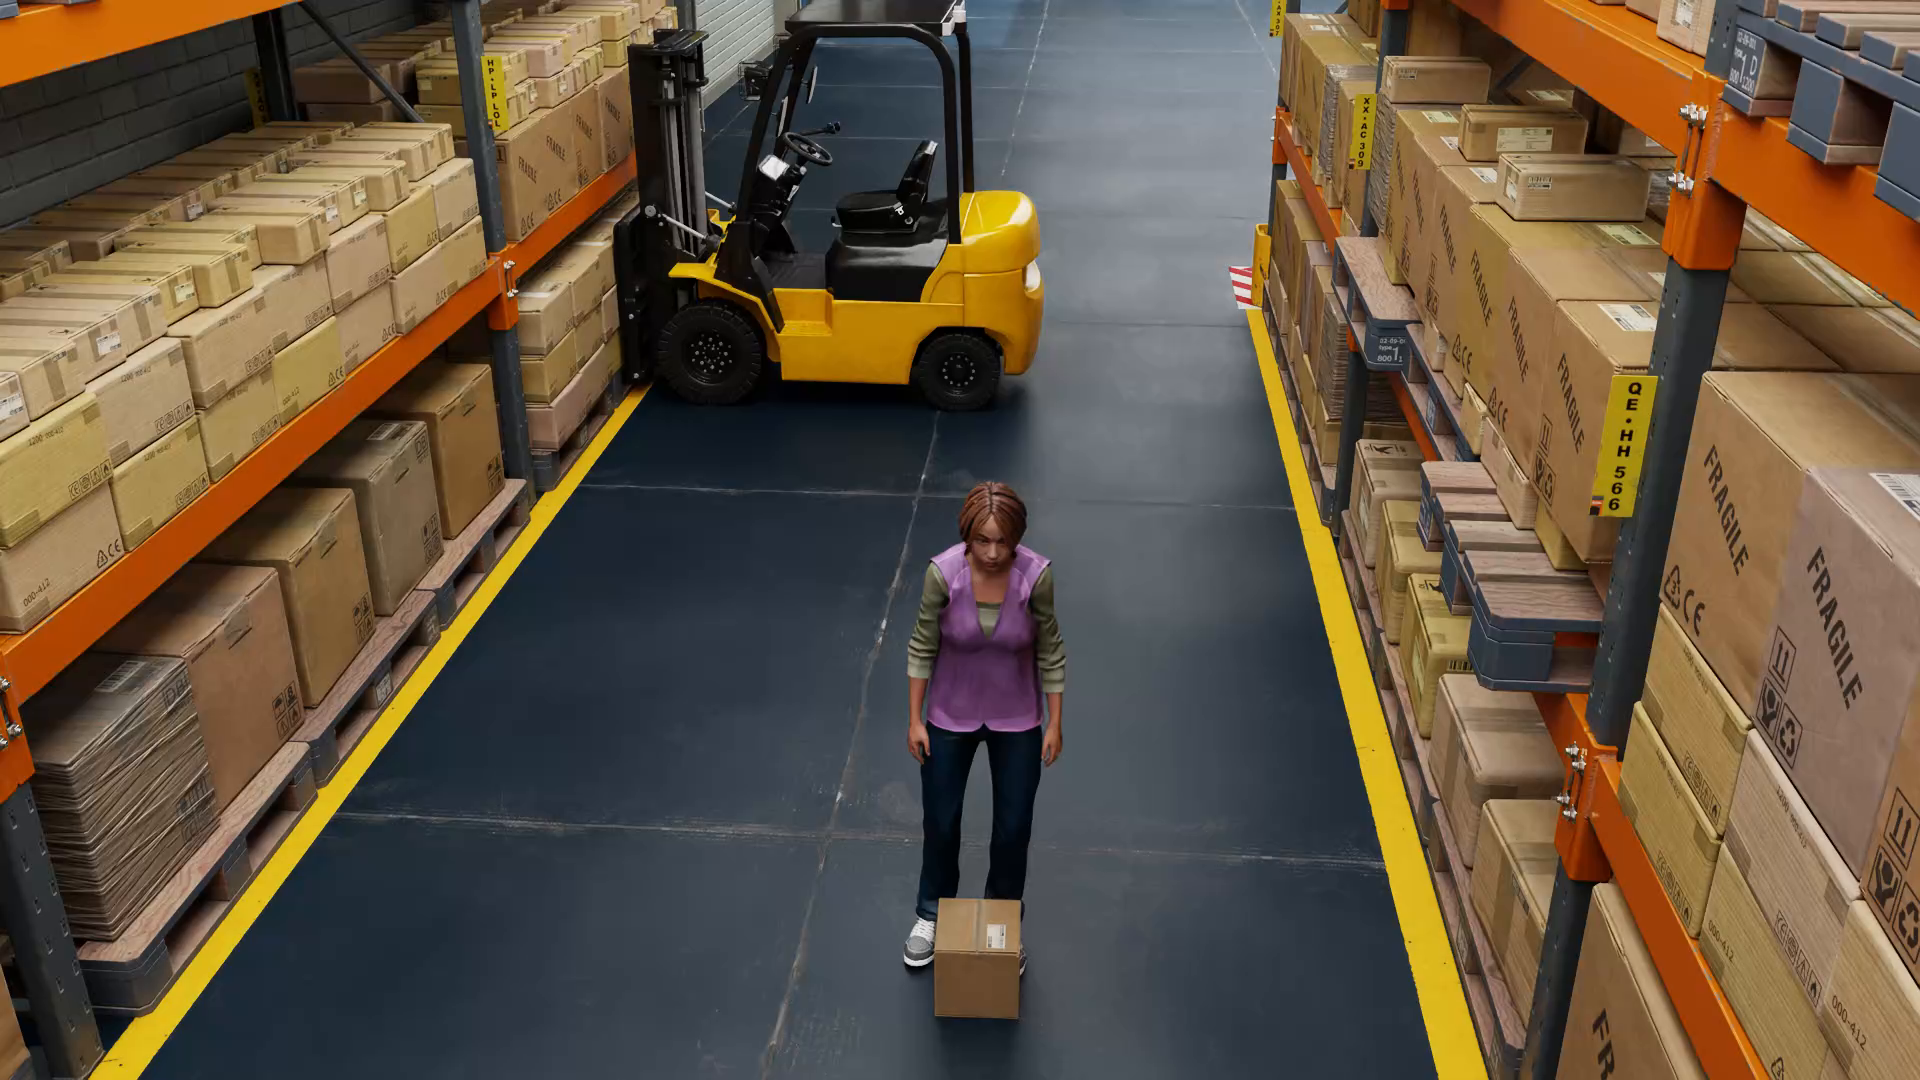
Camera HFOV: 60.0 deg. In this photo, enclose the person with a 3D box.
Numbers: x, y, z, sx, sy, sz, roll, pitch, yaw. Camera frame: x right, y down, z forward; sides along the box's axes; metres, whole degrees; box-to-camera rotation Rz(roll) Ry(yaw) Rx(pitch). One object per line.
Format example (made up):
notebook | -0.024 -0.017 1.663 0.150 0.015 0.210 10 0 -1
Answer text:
person | 0.069 0.555 4.921 0.484 1.594 0.370 1 25 1
